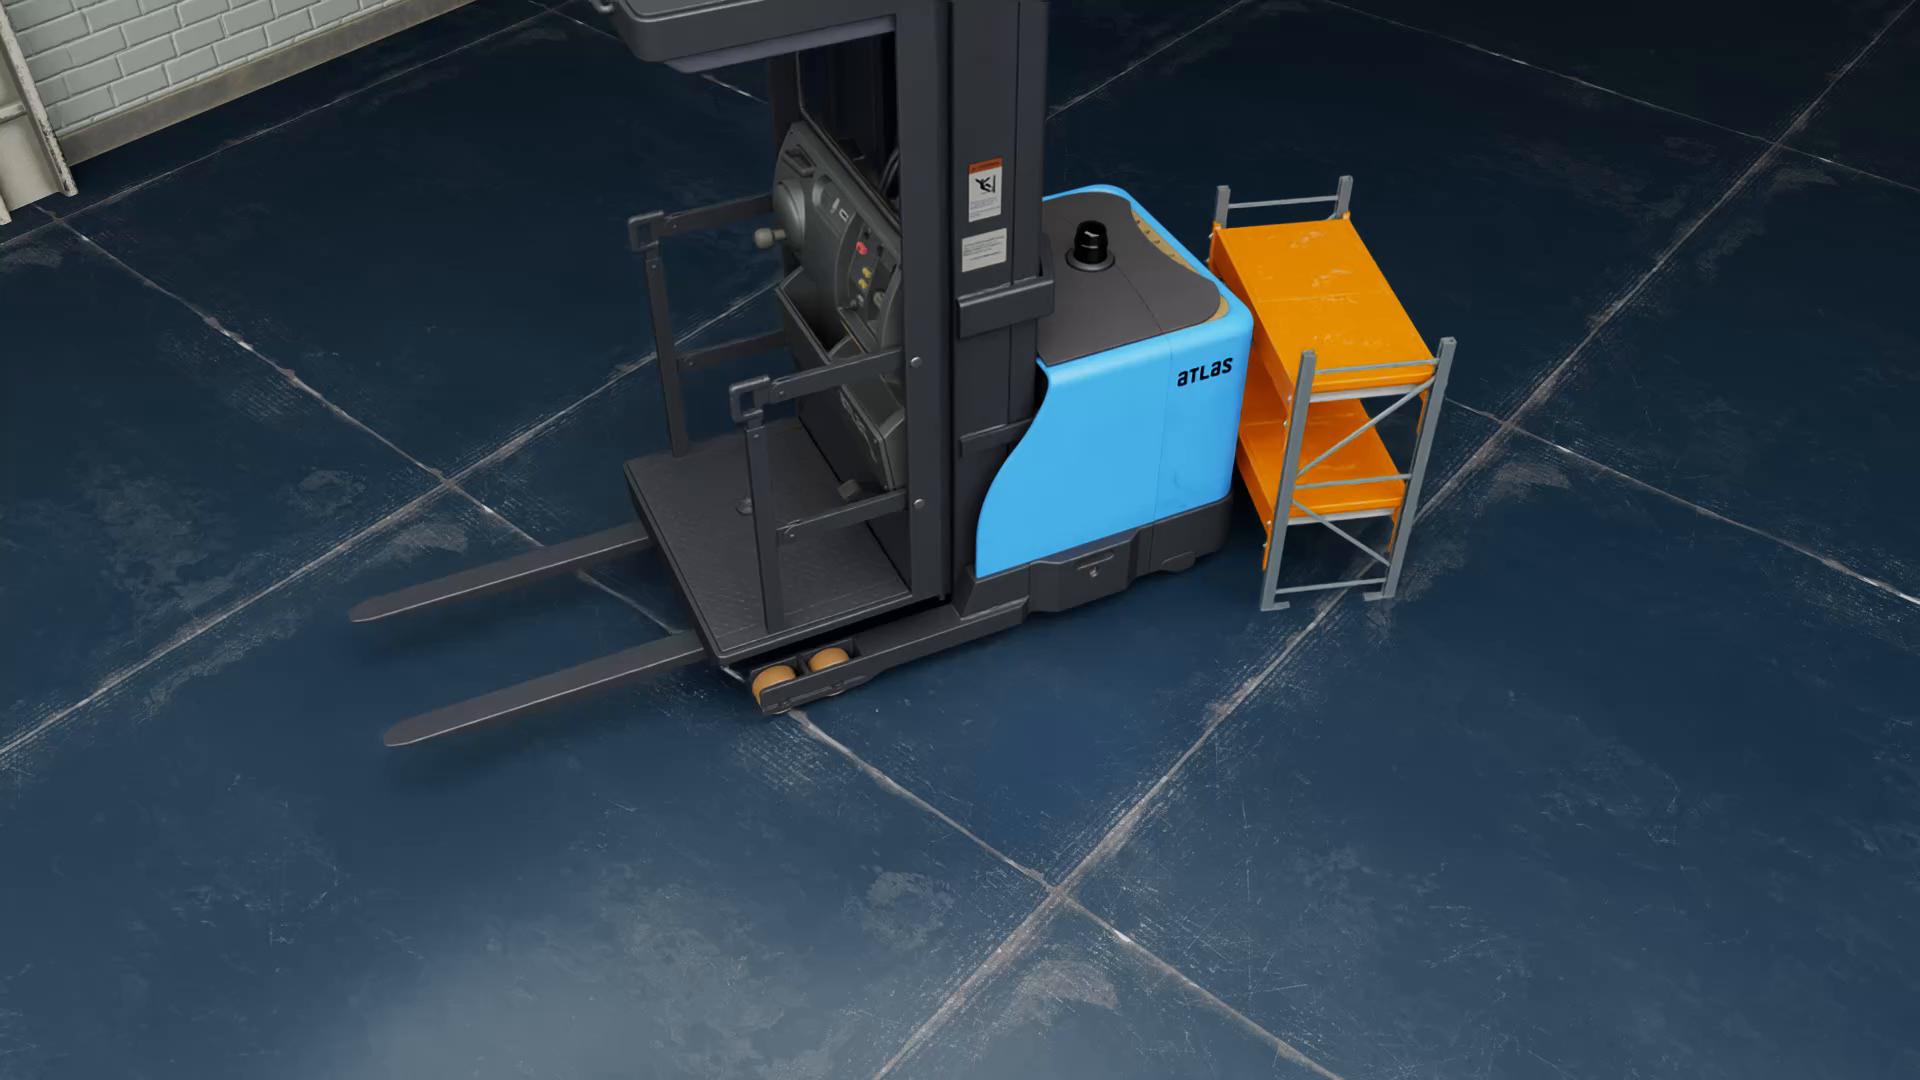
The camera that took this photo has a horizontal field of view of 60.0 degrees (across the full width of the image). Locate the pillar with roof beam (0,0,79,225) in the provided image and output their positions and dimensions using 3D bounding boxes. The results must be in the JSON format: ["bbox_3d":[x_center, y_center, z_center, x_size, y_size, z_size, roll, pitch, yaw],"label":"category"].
[{"bbox_3d":[-1.247,-3.127,3.000,9.100,9.000,0.400,29,50,28],"label":"pillar with roof beam"}]

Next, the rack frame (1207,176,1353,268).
[{"bbox_3d":[1.172,-0.871,6.372,0.500,1.125,0.032,-6,43,-6],"label":"rack frame"}]

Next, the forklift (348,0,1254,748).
[{"bbox_3d":[-0.568,-0.906,5.067,3.031,2.935,1.130,-17,45,-18],"label":"forklift"}]

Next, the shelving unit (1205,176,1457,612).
[{"bbox_3d":[1.248,-0.533,6.000,0.538,1.125,1.048,-6,43,-6],"label":"shelving unit"}]

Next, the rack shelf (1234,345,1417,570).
[{"bbox_3d":[1.248,-0.352,6.164,0.538,0.278,1.000,-6,43,-6],"label":"rack shelf"}]

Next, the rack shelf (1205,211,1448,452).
[{"bbox_3d":[1.248,-0.749,5.803,0.538,0.278,1.000,-6,43,-6],"label":"rack shelf"}]

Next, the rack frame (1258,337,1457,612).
[{"bbox_3d":[1.324,-0.195,5.628,0.500,1.125,0.032,-6,43,-6],"label":"rack frame"}]
